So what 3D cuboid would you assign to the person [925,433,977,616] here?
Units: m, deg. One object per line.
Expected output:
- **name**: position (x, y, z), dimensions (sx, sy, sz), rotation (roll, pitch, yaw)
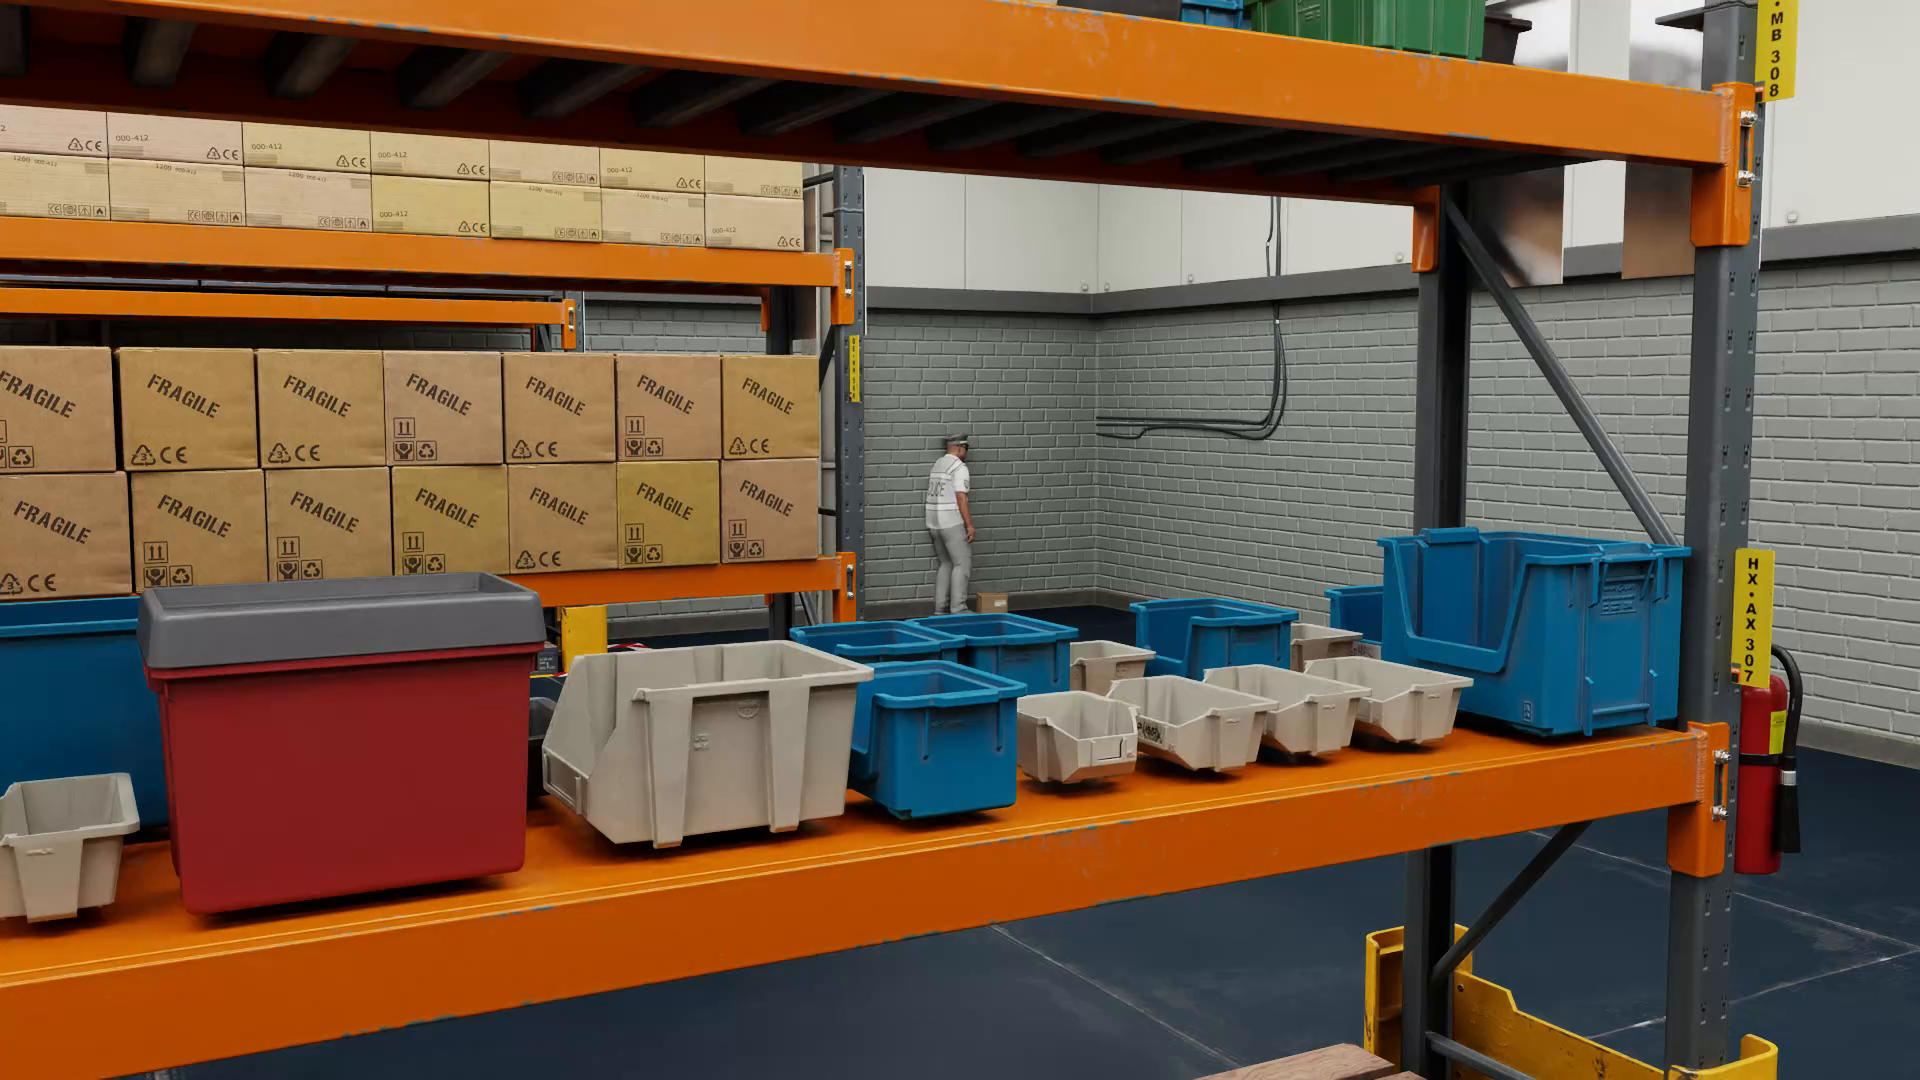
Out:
- **person**: position (-0.086, -0.137, 15.761), dimensions (0.431, 1.751, 0.607), rotation (-3, 6, -32)
